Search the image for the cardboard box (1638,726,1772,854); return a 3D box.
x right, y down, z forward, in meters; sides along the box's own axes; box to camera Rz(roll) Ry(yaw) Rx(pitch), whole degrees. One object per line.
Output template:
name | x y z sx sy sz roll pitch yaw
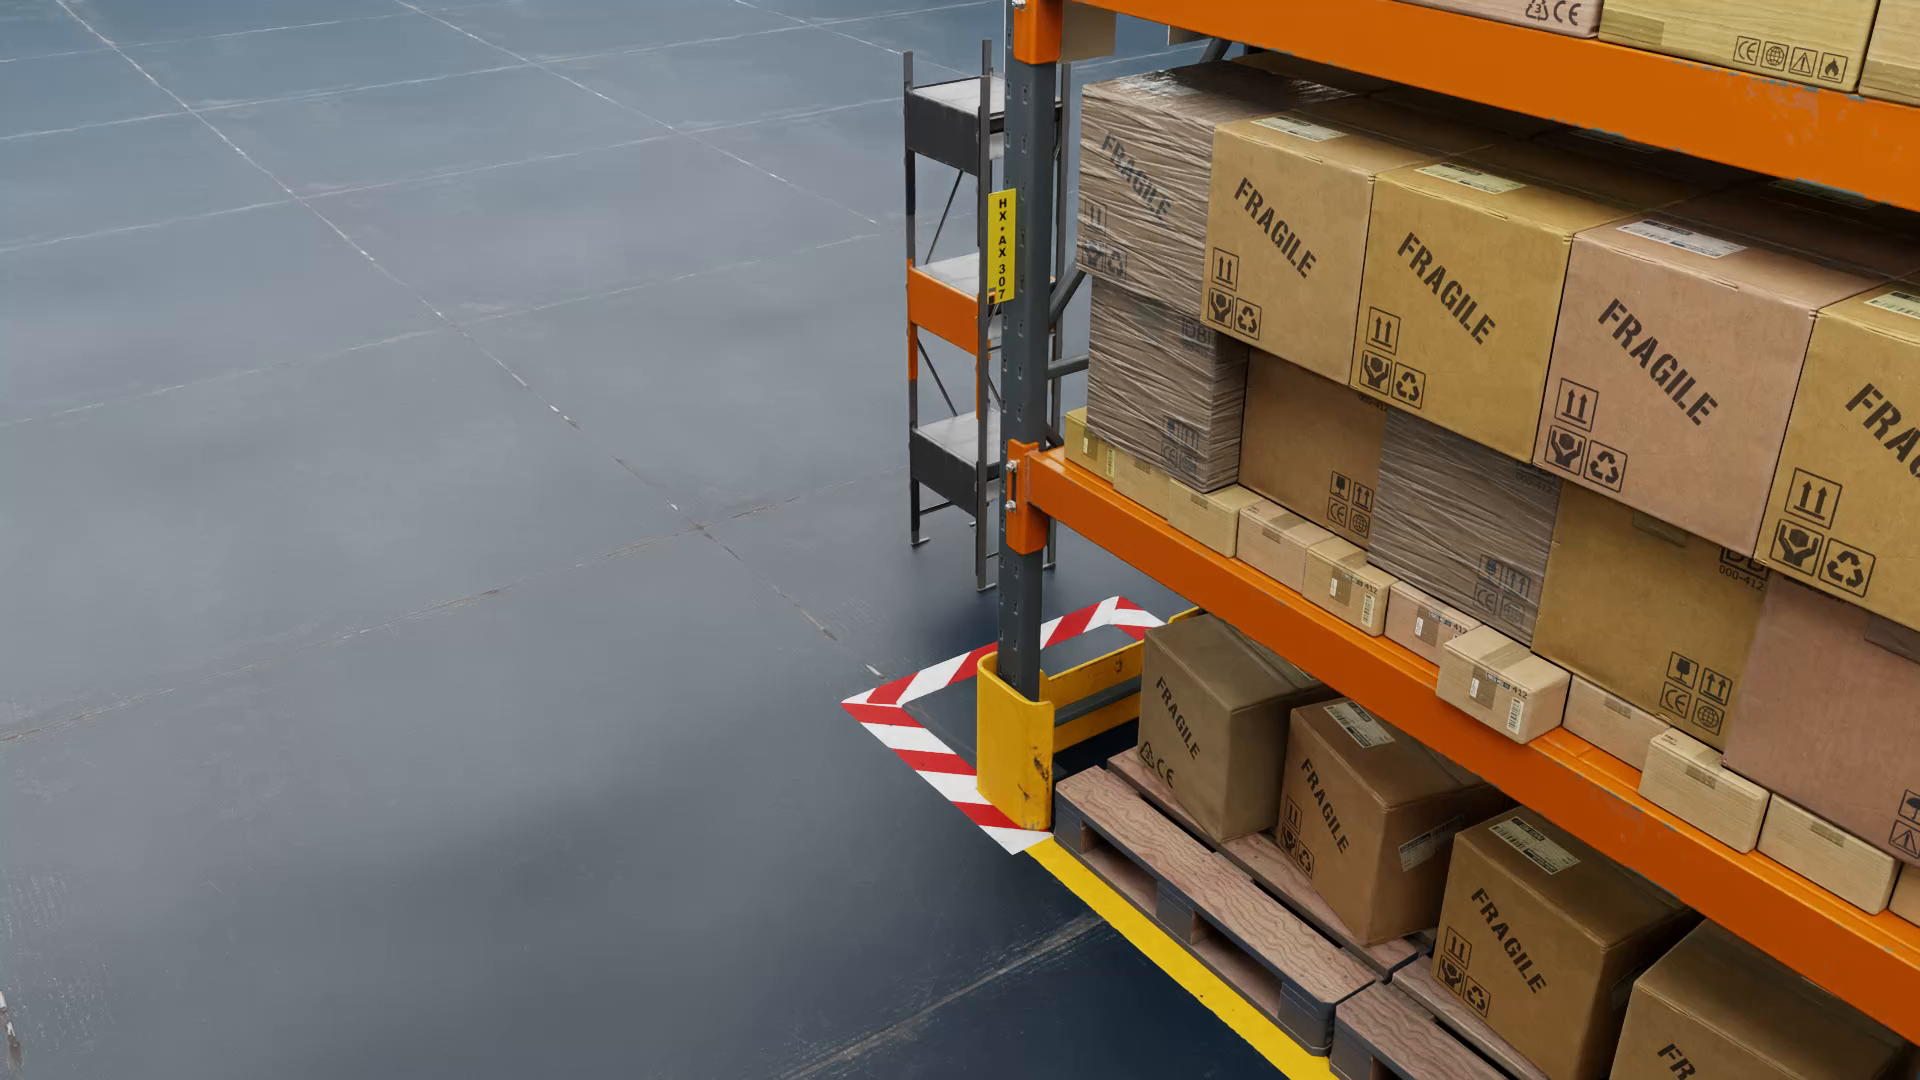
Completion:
cardboard box | 1.661 0.472 3.501 0.380 0.149 0.250 -19 34 -31

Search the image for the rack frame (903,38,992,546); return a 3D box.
rack frame | -0.046 -0.953 6.805 0.400 2.100 0.015 -19 34 -31

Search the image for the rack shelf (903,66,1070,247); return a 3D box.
rack shelf | 0.096 -1.462 6.303 0.431 0.518 0.480 -19 34 -31

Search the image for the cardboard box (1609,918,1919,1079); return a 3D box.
cardboard box | 1.921 1.258 3.969 0.500 0.500 0.500 -22 36 -35

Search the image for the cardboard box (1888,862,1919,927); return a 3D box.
cardboard box | 2.012 0.646 3.182 0.380 0.149 0.250 -19 34 -31

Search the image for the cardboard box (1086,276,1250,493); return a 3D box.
cardboard box | 0.860 -0.557 4.717 0.875 0.500 0.500 -19 34 -31

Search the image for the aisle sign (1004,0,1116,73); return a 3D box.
aisle sign | 0.283 -1.687 4.490 0.394 0.787 0.004 -19 34 -31

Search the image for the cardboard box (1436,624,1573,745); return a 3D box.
cardboard box | 1.325 0.293 3.830 0.380 0.149 0.250 -19 34 -31

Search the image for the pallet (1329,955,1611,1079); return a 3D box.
pallet | 1.753 1.450 4.358 1.003 0.211 1.213 -19 34 -31

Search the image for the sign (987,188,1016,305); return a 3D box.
sign | 0.121 -0.834 4.736 0.100 0.325 0.005 -19 34 -31

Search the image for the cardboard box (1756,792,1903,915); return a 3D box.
cardboard box | 1.834 0.560 3.340 0.380 0.149 0.250 -19 34 -31

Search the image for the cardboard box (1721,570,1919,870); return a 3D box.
cardboard box | 2.039 0.214 3.297 0.875 0.500 0.500 -19 34 -31

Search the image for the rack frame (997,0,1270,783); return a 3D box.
rack frame | 0.563 -0.604 5.219 1.000 3.000 0.127 -19 34 -31

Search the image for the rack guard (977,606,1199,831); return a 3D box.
rack guard | 0.607 0.524 5.761 1.175 0.500 0.348 -19 34 -31

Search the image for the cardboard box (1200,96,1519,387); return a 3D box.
cardboard box | 0.944 -0.732 3.992 0.500 0.500 0.500 -19 34 -31

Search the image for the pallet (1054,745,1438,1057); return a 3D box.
pallet | 1.049 0.977 5.231 1.003 0.211 1.213 -19 34 -31

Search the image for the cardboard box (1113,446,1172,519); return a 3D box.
cardboard box | 0.663 -0.214 4.765 0.380 0.149 0.250 -19 34 -31

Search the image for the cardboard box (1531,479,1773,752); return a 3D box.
cardboard box | 1.783 0.008 3.676 0.875 0.500 0.500 -19 34 -31

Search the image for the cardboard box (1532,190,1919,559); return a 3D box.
cardboard box | 1.530 -0.346 3.280 0.500 0.500 0.500 -19 34 -31

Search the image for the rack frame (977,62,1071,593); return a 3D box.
rack frame | 0.238 -0.763 6.456 0.400 2.100 0.015 -19 34 -31

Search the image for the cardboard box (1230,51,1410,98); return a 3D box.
cardboard box | 1.083 -1.073 4.618 0.500 0.500 0.500 -19 34 -31

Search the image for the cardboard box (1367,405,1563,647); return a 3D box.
cardboard box | 1.502 -0.190 4.040 0.875 0.500 0.500 -19 34 -31

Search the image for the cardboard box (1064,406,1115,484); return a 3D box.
cardboard box | 0.534 -0.317 4.954 0.380 0.149 0.250 -19 34 -31

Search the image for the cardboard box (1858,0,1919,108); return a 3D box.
cardboard box | 1.812 -0.809 2.610 0.500 0.250 0.500 -19 34 -31

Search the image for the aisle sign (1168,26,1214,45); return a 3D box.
aisle sign | 0.771 -1.854 4.796 0.394 0.787 0.004 -19 34 -31

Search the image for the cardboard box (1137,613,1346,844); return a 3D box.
cardboard box | 0.911 0.557 5.260 0.500 0.500 0.500 -12 31 -22

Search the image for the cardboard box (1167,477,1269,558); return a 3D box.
cardboard box | 0.796 -0.113 4.578 0.380 0.149 0.250 -19 34 -31

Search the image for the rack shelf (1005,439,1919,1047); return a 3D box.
rack shelf | 1.723 0.490 3.959 1.077 0.370 4.000 -19 34 -31

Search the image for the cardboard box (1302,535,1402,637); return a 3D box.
cardboard box | 1.097 0.078 4.227 0.380 0.149 0.250 -19 34 -31

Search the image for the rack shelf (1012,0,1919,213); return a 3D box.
rack shelf | 1.723 -0.829 3.243 1.077 0.370 4.000 -19 34 -31

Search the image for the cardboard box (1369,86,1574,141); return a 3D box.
cardboard box | 1.378 -0.880 4.263 0.500 0.500 0.500 -19 34 -31

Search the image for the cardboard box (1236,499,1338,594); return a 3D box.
cardboard box | 0.958 -0.022 4.410 0.380 0.149 0.250 -19 34 -31

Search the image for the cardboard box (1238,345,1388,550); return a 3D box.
cardboard box | 1.247 -0.396 4.420 0.875 0.500 0.500 -19 34 -31

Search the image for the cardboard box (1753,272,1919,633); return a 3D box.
cardboard box | 1.818 -0.150 2.920 0.500 0.500 0.500 -19 34 -31

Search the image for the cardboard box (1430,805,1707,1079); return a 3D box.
cardboard box | 1.634 1.029 4.392 0.500 0.500 0.500 -15 32 -26

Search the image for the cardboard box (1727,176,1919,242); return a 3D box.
cardboard box | 1.949 -0.488 3.542 0.500 0.500 0.500 -19 34 -31

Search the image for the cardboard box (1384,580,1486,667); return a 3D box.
cardboard box | 1.265 0.167 4.062 0.380 0.149 0.250 -19 34 -31

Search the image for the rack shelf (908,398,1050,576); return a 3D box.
rack shelf | 0.096 -0.231 6.971 0.431 0.518 0.480 -19 34 -31

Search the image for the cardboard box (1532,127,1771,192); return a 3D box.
cardboard box | 1.666 -0.685 3.904 0.500 0.500 0.500 -19 34 -31

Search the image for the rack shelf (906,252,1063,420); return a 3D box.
rack shelf | 0.096 -0.846 6.637 0.431 0.518 0.480 -19 34 -31

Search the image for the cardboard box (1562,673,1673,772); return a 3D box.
cardboard box | 1.578 0.354 3.719 0.380 0.149 0.250 -19 34 -31

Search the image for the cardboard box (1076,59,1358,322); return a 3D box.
cardboard box | 0.660 -0.929 4.353 0.500 0.500 0.500 -19 34 -31

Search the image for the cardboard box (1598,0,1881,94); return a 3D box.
cardboard box | 1.526 -1.004 2.970 0.500 0.250 0.500 -18 33 -29

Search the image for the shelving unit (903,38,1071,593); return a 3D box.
shelving unit | 0.096 -0.858 6.630 0.431 2.100 0.503 -19 34 -31

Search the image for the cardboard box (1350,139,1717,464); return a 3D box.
cardboard box | 1.235 -0.538 3.634 0.500 0.500 0.500 -19 34 -31

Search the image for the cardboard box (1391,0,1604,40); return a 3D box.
cardboard box | 1.220 -1.205 3.340 0.500 0.250 0.500 -19 34 -31

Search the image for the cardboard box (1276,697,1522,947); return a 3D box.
cardboard box | 1.286 0.780 4.850 0.500 0.500 0.500 -10 30 -18
